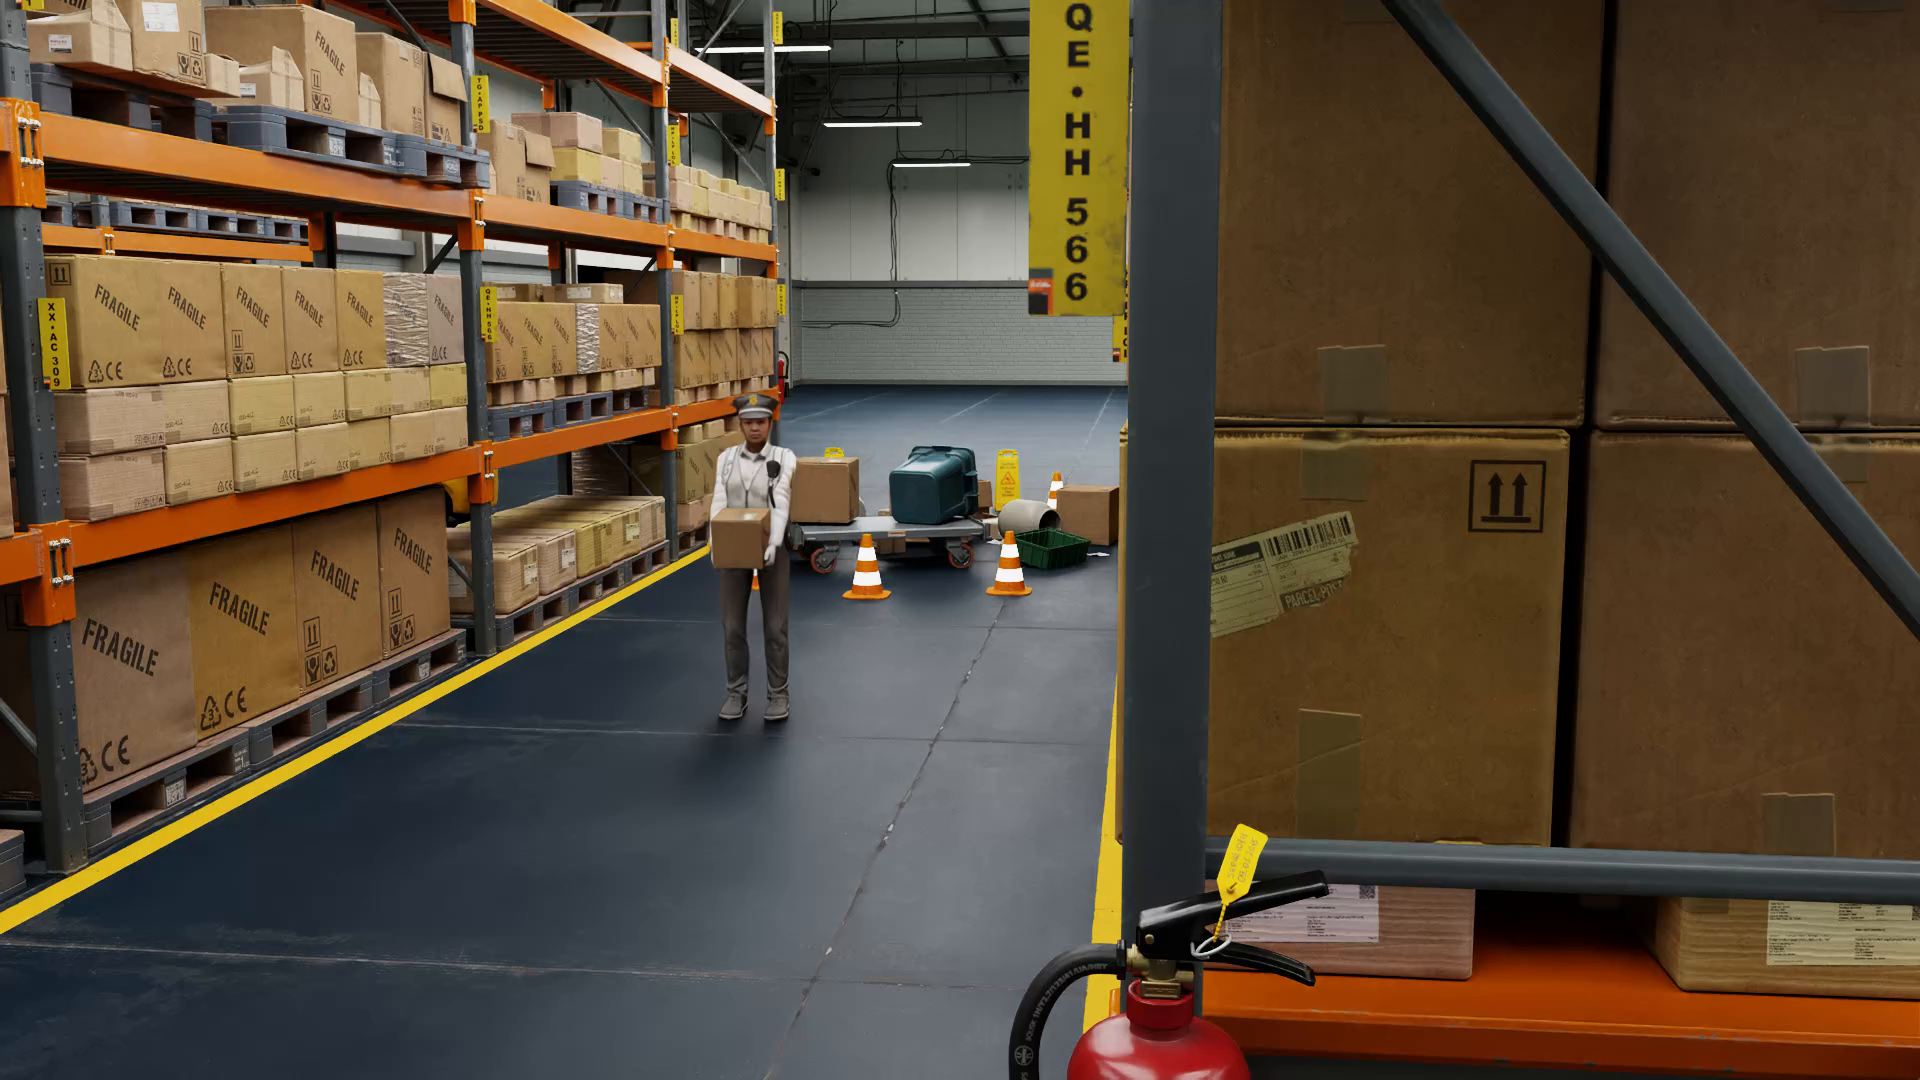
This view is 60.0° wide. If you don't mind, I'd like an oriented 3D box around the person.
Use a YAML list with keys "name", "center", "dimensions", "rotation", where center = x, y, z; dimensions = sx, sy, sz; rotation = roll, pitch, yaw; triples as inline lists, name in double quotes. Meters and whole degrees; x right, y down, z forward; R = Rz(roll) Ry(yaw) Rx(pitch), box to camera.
- name: "person"
  center: [-1.064, 0.093, 8.538]
  dimensions: [0.416, 1.691, 0.523]
  rotation: [1, 8, 5]
